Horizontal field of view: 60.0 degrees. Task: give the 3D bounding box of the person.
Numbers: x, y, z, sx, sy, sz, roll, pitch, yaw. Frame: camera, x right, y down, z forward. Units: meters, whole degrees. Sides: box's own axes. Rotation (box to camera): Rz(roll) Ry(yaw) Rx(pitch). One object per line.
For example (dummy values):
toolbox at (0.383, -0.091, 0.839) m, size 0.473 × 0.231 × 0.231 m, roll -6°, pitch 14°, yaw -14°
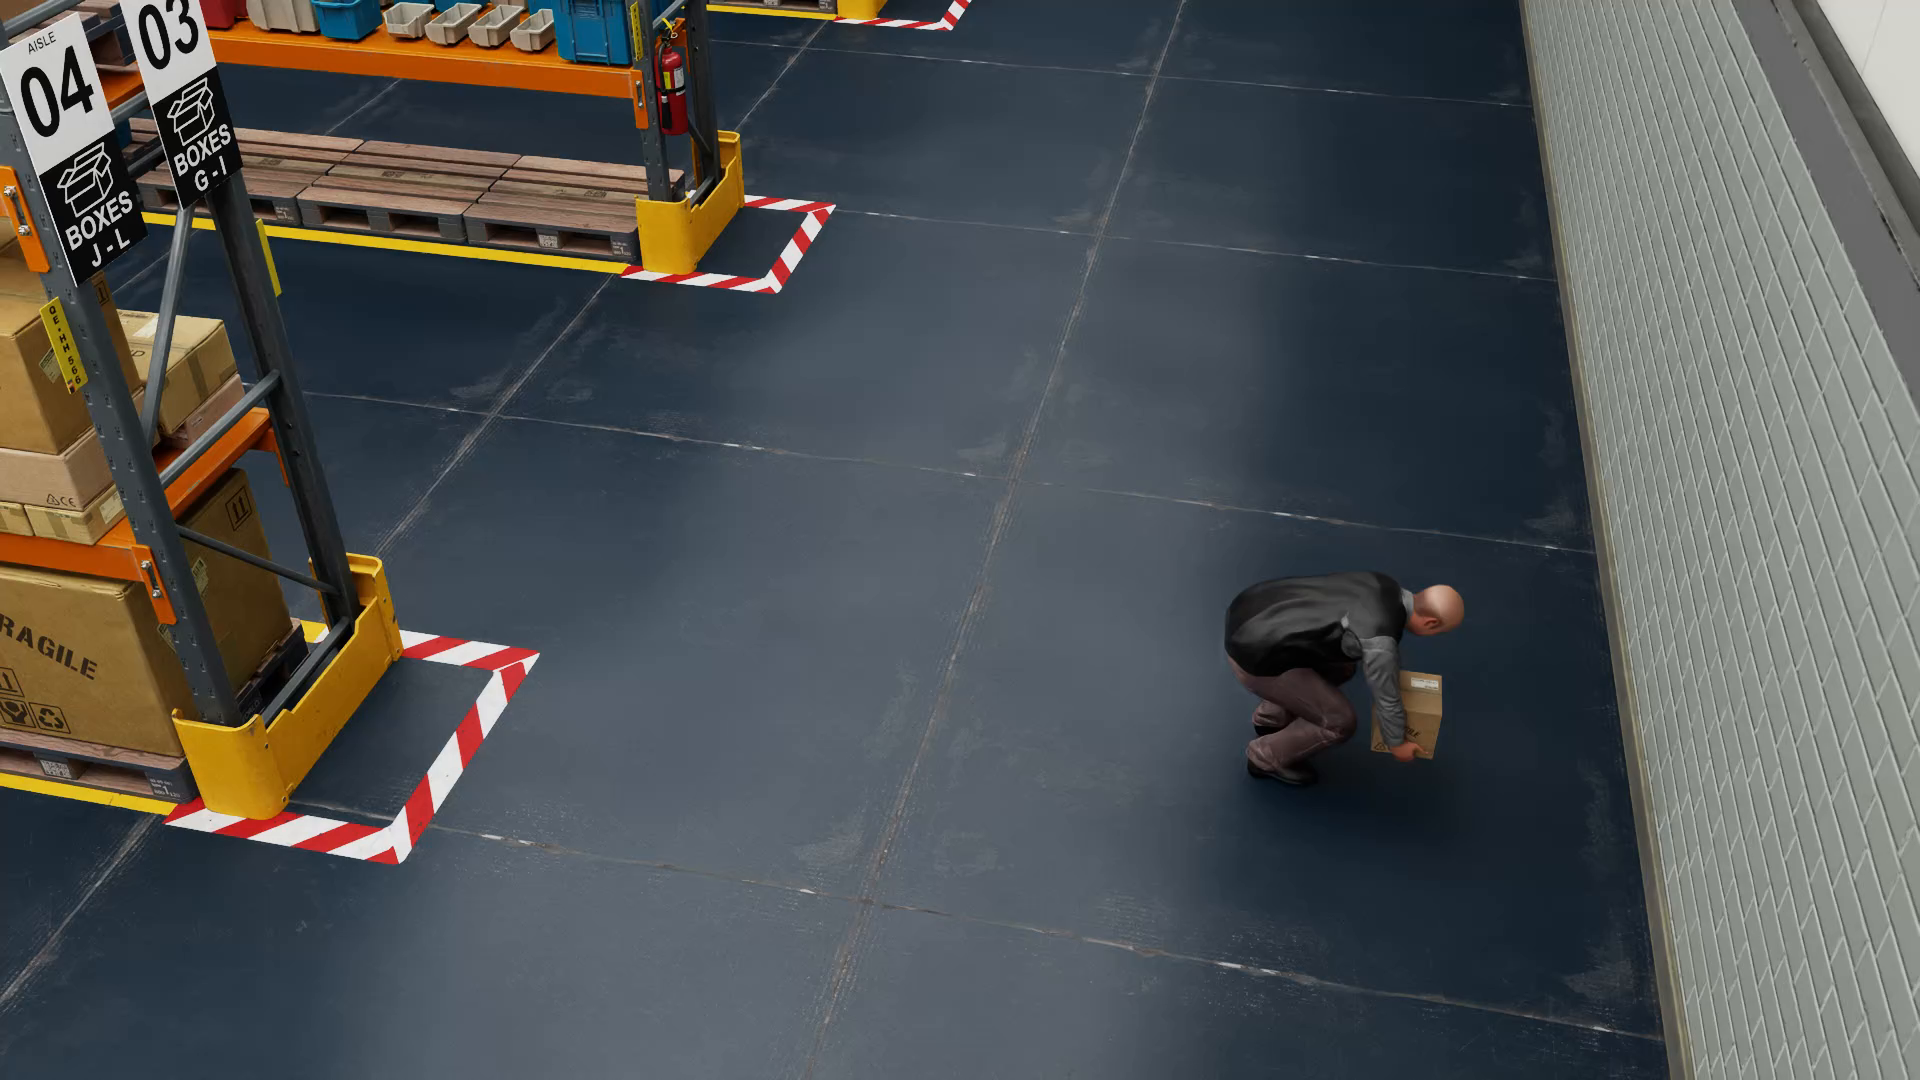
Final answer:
person at (1.546, 0.552, 6.887) m, size 0.928 × 0.954 × 0.520 m, roll 6°, pitch 37°, yaw 8°
